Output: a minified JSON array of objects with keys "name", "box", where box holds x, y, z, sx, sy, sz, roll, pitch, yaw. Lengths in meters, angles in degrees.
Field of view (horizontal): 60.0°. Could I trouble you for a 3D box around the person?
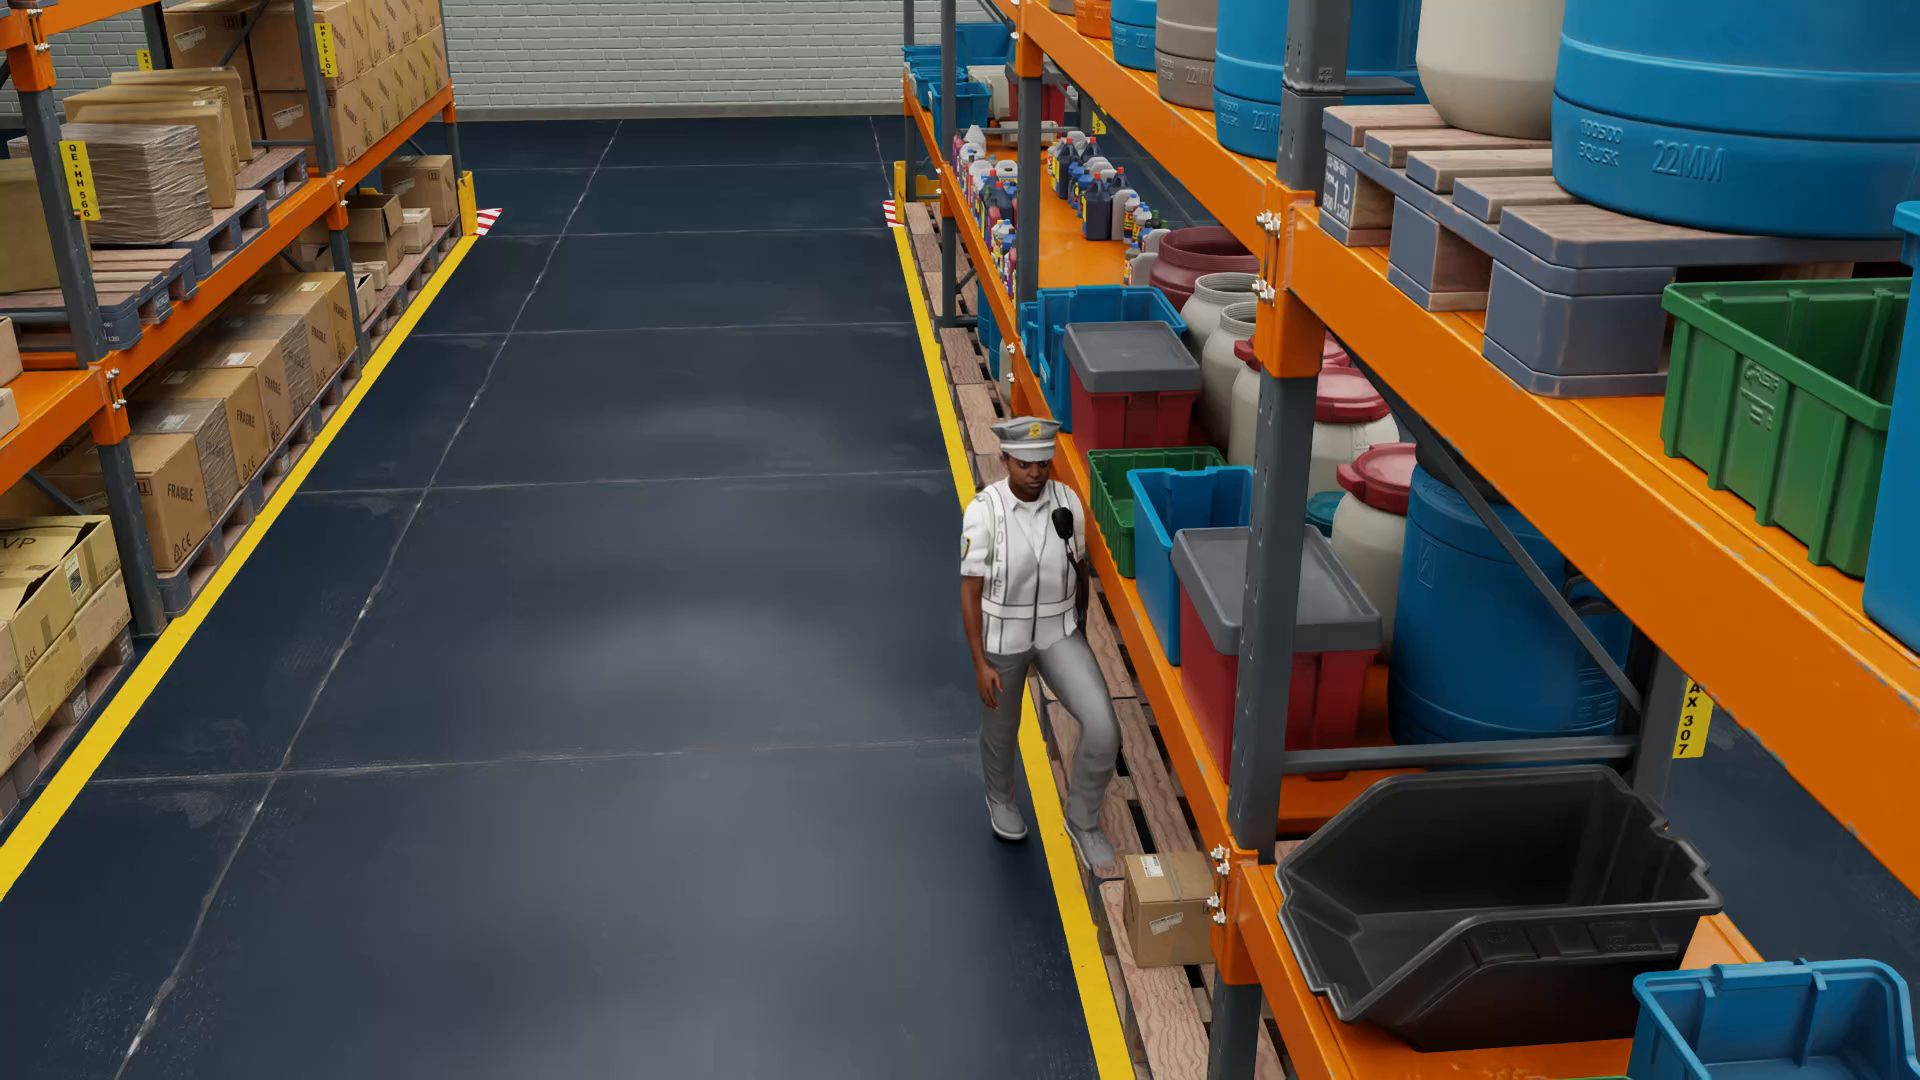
[{"name":"person","box":[0.250,0.383,5.672,0.488,1.660,0.780,-5,24,-10]}]
